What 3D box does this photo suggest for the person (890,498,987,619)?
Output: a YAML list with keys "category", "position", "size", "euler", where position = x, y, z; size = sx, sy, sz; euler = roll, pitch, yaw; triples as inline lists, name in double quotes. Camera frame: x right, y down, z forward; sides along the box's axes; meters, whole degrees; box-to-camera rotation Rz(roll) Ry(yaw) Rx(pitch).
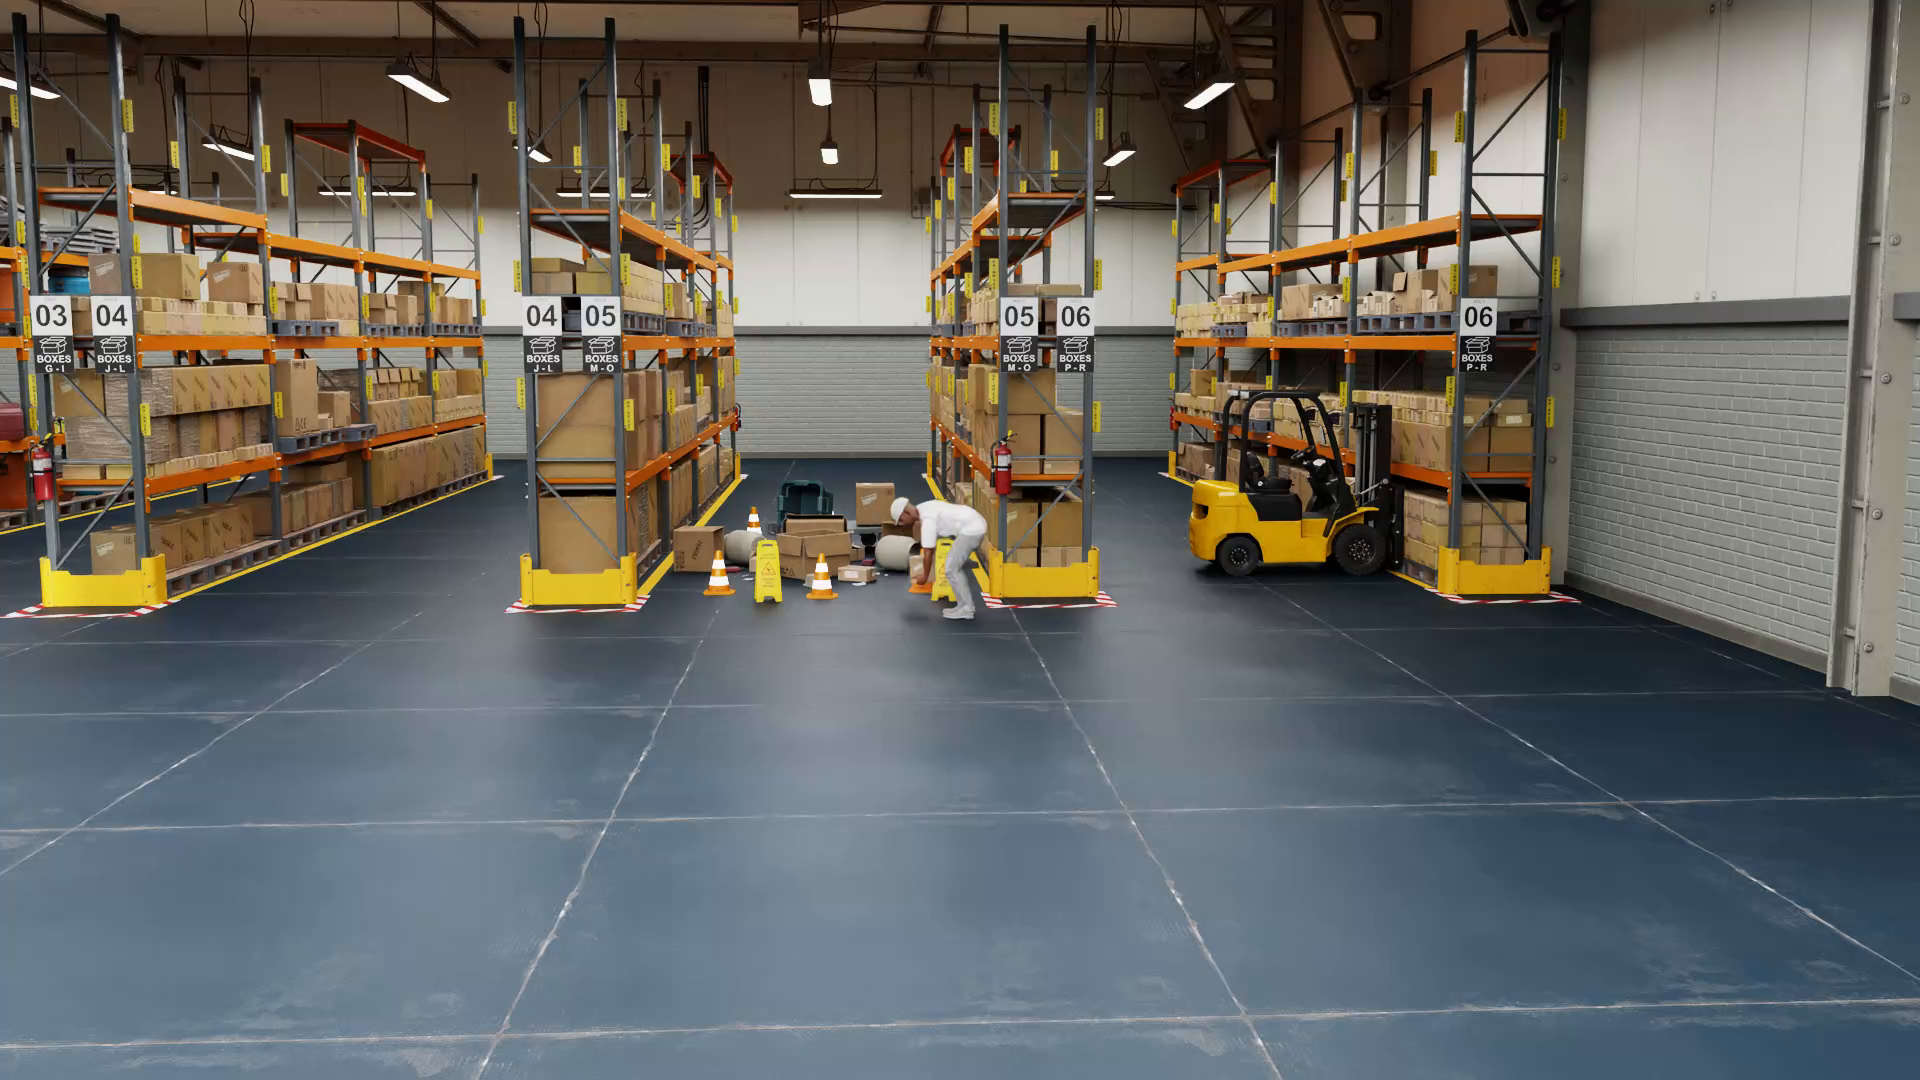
- category: "person"
  position: [-0.211, 0.175, 16.579]
  size: [0.967, 1.192, 0.476]
  euler: [1, 7, 6]
